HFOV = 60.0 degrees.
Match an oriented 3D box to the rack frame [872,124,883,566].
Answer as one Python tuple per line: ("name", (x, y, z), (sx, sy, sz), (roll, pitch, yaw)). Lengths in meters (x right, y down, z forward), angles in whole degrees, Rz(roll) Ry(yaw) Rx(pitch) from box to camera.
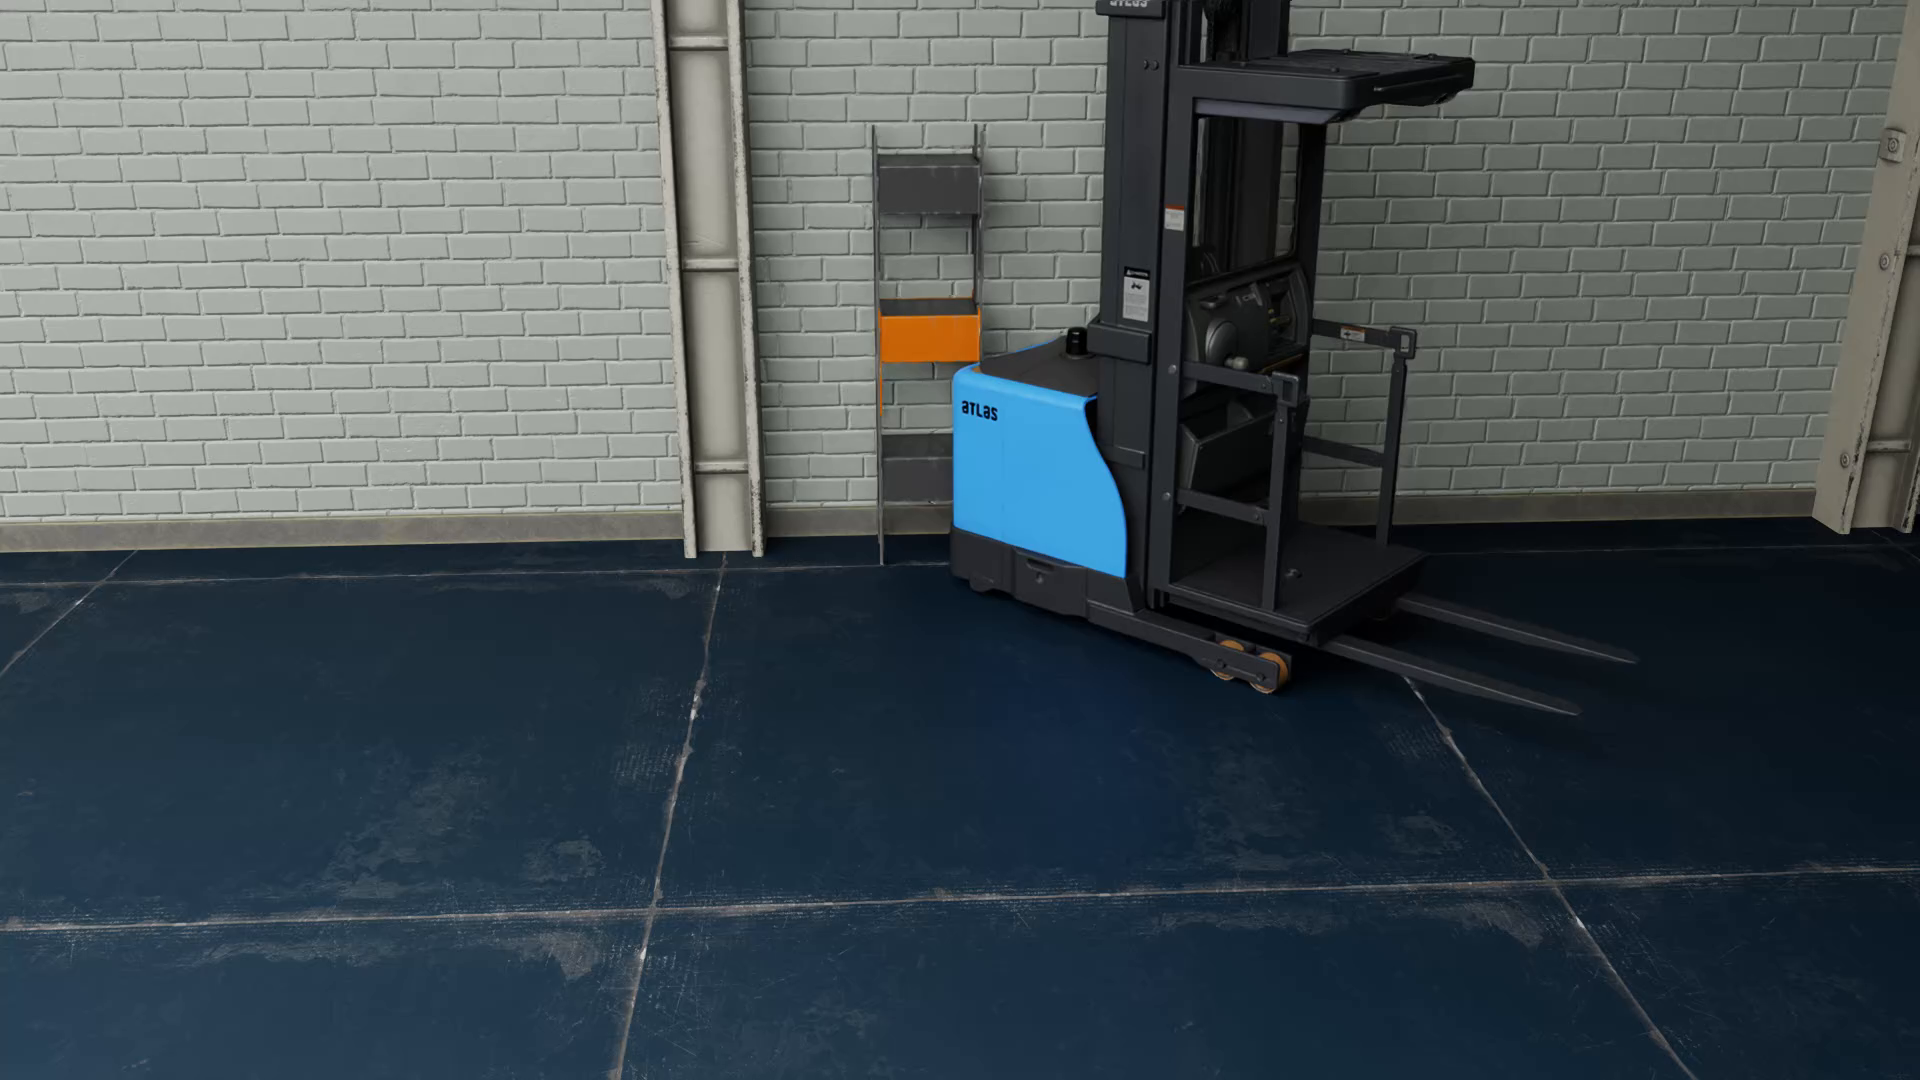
("rack frame", (-0.401, -0.924, 8.090), (0.015, 2.100, 0.400), (-1, 21, -4))

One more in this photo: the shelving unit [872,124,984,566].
("shelving unit", (-0.157, -0.930, 8.107), (0.503, 2.100, 0.431), (-1, 21, -4))

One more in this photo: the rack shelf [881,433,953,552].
("rack shelf", (-0.159, -0.262, 8.358), (0.480, 0.518, 0.431), (-1, 21, -4))

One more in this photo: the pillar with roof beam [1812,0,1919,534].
("pillar with roof beam", (5.039, -2.766, 3.240), (0.400, 9.000, 9.100), (-1, 21, -3))

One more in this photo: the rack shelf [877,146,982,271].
("rack shelf", (-0.156, -1.572, 7.865), (0.480, 0.518, 0.431), (-1, 21, -4))

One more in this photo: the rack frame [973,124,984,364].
("rack frame", (0.086, -0.935, 8.124), (0.015, 2.100, 0.400), (-1, 21, -4))

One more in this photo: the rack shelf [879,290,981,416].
("rack shelf", (-0.157, -0.917, 8.112), (0.480, 0.518, 0.431), (-1, 21, -4))

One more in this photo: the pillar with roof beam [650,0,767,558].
("pillar with roof beam", (-0.951, -2.644, 2.919), (0.400, 9.000, 9.100), (-1, 21, -3))

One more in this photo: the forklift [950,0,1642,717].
("forklift", (1.398, -0.942, 6.976), (3.031, 2.935, 1.130), (17, 27, 38))
